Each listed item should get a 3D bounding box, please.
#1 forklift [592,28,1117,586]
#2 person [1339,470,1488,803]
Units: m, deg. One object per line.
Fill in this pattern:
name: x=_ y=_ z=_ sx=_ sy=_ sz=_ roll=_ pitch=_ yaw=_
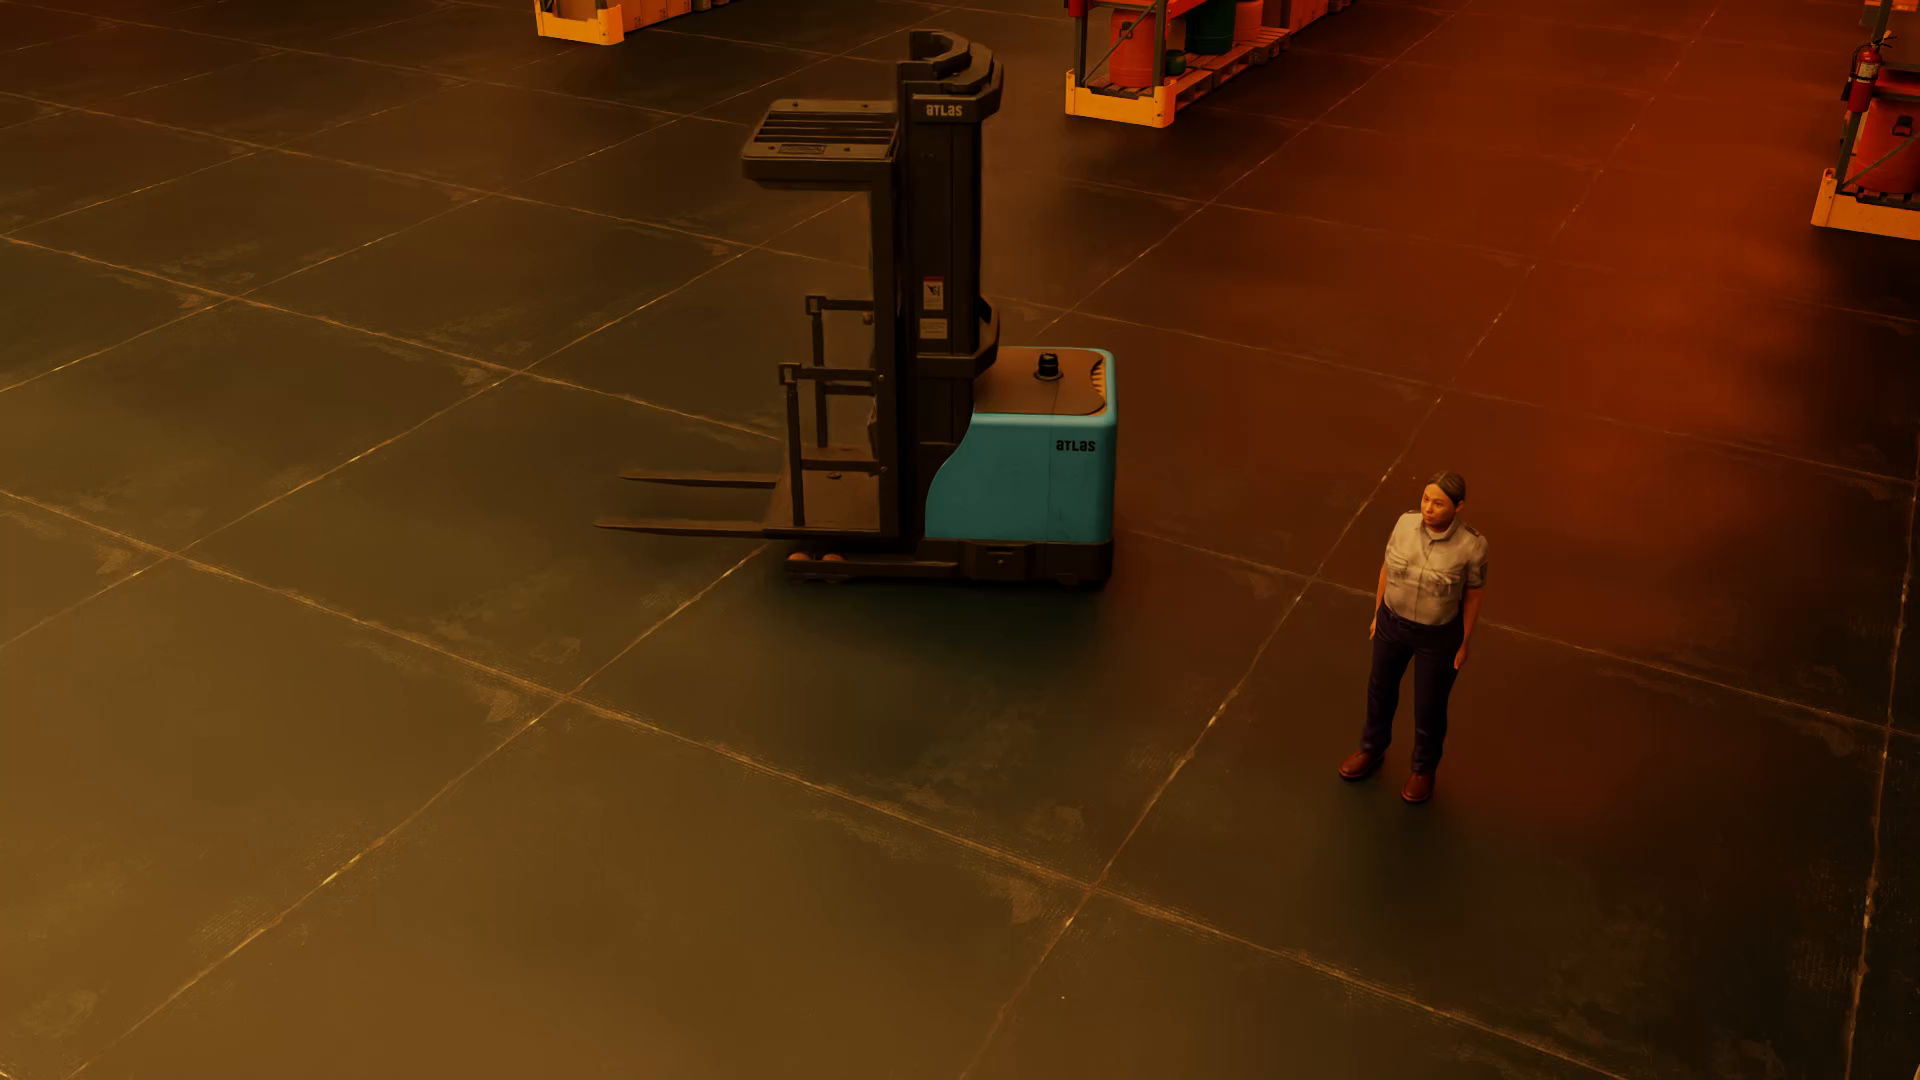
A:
forklift: x=-0.616 y=-1.282 z=9.292 sx=3.031 sy=2.935 sz=1.130 roll=2 pitch=30 yaw=3
person: x=2.100 y=0.428 z=7.619 sx=0.479 sy=1.650 sz=0.349 roll=21 pitch=36 yaw=32
